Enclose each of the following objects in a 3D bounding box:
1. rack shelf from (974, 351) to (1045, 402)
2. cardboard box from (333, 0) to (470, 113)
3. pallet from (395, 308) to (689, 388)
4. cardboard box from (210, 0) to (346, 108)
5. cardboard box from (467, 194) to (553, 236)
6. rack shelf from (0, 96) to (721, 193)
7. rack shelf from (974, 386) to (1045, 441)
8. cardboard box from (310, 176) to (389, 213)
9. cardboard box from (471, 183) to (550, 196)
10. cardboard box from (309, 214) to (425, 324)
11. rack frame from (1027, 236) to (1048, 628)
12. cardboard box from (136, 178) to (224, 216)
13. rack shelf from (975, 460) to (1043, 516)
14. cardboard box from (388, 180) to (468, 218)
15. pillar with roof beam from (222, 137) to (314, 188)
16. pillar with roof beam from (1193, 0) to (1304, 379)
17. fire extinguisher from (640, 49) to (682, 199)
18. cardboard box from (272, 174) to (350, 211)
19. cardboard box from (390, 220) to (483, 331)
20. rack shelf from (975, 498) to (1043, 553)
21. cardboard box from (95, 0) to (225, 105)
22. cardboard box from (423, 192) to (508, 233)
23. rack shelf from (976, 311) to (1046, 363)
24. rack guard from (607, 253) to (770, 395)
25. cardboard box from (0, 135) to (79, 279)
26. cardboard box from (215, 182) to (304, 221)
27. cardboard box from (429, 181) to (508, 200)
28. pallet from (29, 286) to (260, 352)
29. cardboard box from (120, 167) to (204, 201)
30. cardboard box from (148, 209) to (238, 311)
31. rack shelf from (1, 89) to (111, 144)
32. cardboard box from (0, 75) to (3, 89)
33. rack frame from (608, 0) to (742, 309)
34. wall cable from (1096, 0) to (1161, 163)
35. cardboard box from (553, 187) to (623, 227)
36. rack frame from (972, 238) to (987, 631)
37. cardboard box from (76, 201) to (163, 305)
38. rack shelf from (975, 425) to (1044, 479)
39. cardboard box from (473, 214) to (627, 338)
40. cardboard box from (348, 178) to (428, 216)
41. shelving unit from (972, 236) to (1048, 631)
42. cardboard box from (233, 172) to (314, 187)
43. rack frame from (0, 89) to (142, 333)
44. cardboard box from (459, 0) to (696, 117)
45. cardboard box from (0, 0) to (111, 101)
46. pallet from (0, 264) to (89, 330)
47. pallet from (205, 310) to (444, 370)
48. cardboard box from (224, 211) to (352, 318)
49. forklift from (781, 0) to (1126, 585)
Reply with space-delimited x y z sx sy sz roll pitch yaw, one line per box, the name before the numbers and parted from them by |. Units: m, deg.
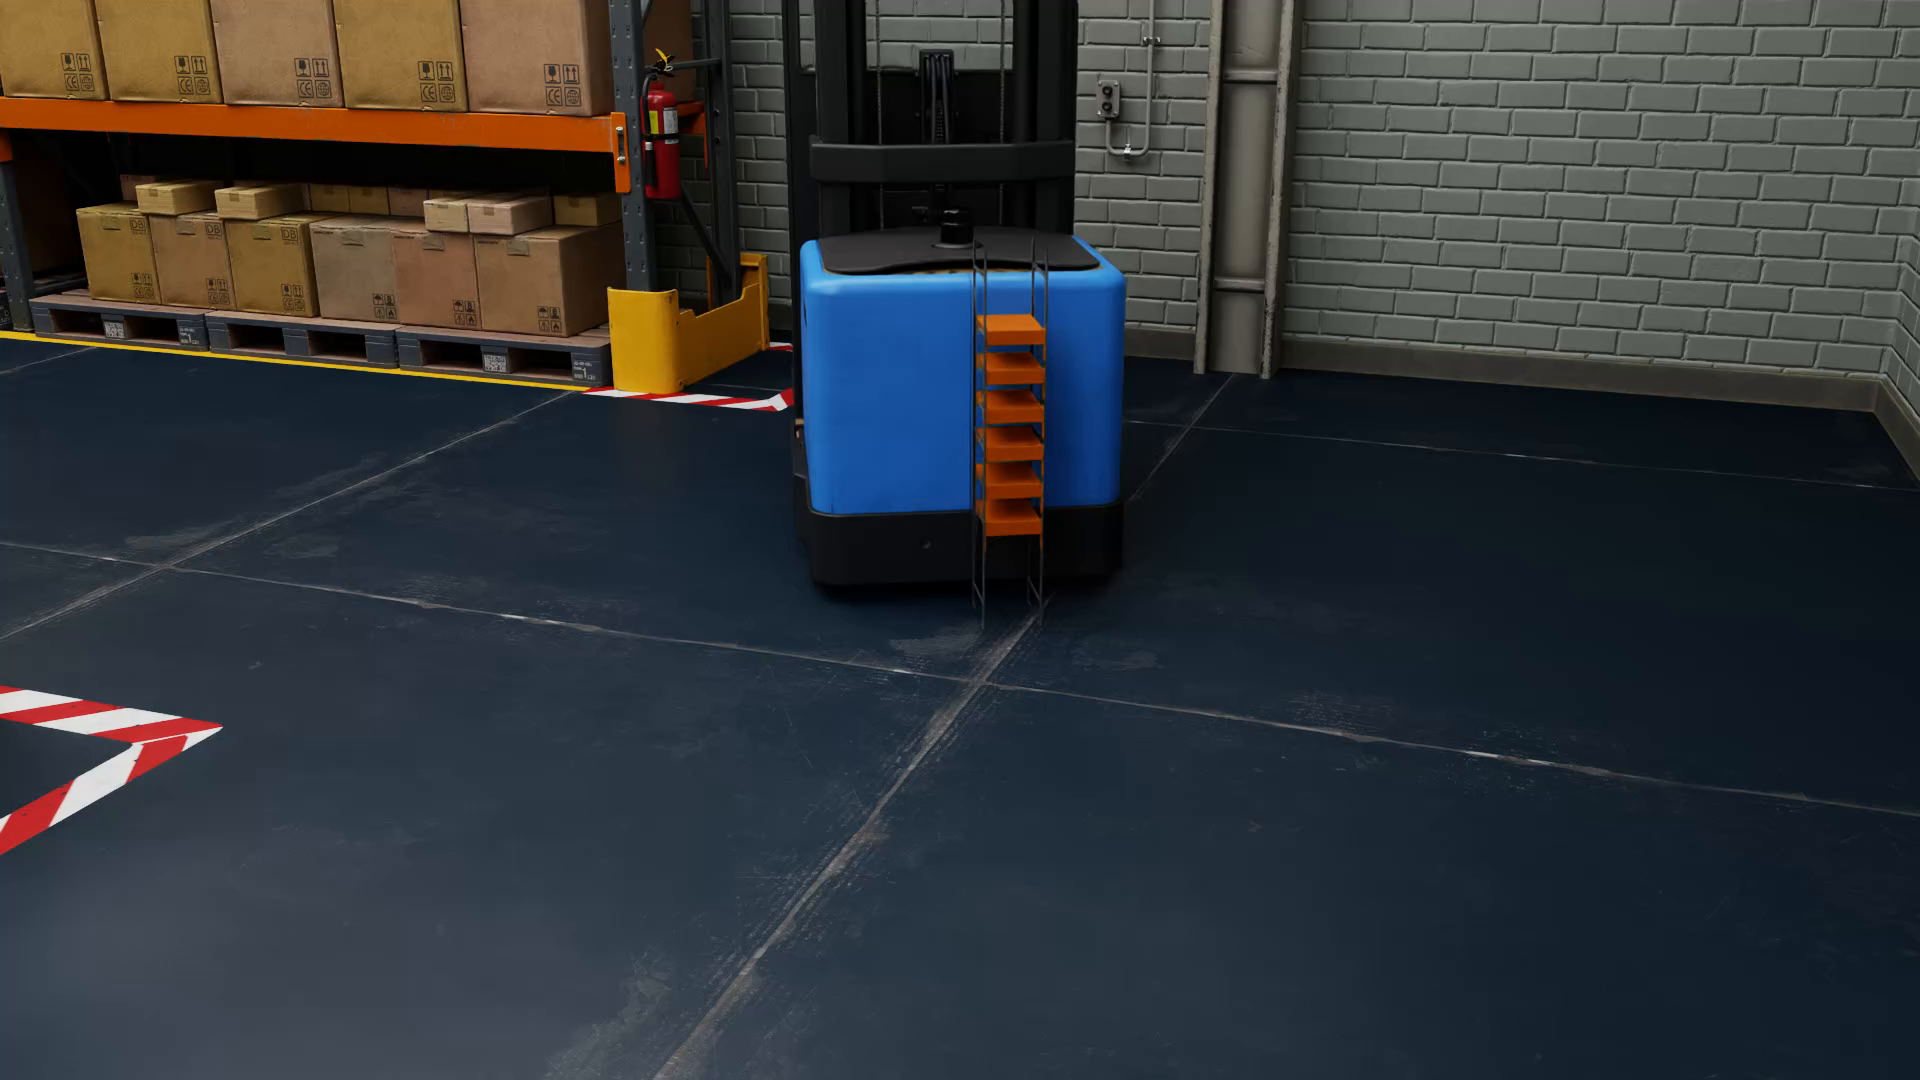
rack shelf | 0.150 -0.507 5.115 0.180 0.103 0.258 -3 19 -8
cardboard box | -2.575 -2.591 8.496 0.700 0.700 0.980 6 20 18
pallet | -2.180 -1.067 8.817 1.213 0.211 1.003 7 20 18
cardboard box | -3.292 -2.676 8.740 0.700 0.700 0.980 6 20 15
cardboard box | -2.274 -1.648 8.421 0.250 0.149 0.380 6 20 17
rack shelf | -3.289 -2.198 8.919 4.000 0.370 1.077 7 20 18
rack shelf | 0.150 -0.394 5.154 0.180 0.103 0.258 -3 19 -8
cardboard box | -3.347 -1.903 9.154 0.250 0.149 0.380 6 20 17
cardboard box | -2.388 -1.794 8.840 0.250 0.149 0.380 7 20 18
cardboard box | -3.041 -1.493 8.961 0.500 0.500 0.700 6 20 16
rack frame | 0.241 -0.327 5.191 0.006 1.200 0.240 -3 19 -8
cardboard box | -4.241 -1.872 9.063 0.250 0.149 0.380 7 20 20
rack shelf | 0.150 -0.167 5.233 0.180 0.103 0.258 -3 19 -8
cardboard box | -2.865 -1.848 8.996 0.250 0.149 0.380 7 20 19
pillar with roof beam | -5.645 -4.442 5.147 0.400 9.000 9.100 7 20 18
pillar with roof beam | 0.022 -3.794 3.288 0.400 9.000 9.100 7 20 18
fire extinguisher | -1.408 -1.950 7.796 0.183 0.674 0.296 7 20 18
cardboard box | -3.591 -1.931 9.233 0.250 0.149 0.380 7 20 19
cardboard box | -2.566 -1.438 8.805 0.500 0.500 0.700 6 20 18
rack shelf | 0.150 -0.054 5.273 0.180 0.103 0.258 -3 19 -8
cardboard box | -3.983 -2.751 8.957 0.700 0.700 0.980 6 20 17
cardboard box | -2.516 -1.675 8.499 0.250 0.149 0.380 7 20 20
rack shelf | 0.150 -0.621 5.075 0.180 0.103 0.258 -3 19 -8
rack guard | -1.377 -1.139 8.584 0.348 0.500 1.175 7 20 18
cardboard box | -5.834 -1.967 9.790 0.750 0.750 0.750 7 20 19
cardboard box | -3.748 -1.816 8.902 0.250 0.149 0.380 6 20 17
cardboard box | -2.625 -1.821 8.918 0.250 0.149 0.380 7 20 19
pallet | -4.485 -1.331 9.574 1.213 0.211 1.003 7 20 18
cardboard box | -4.577 -2.043 9.554 0.250 0.149 0.380 6 20 18
cardboard box | -4.032 -1.604 9.280 0.500 0.500 0.700 6 20 18
rack shelf | -7.067 -2.630 10.158 4.000 0.370 1.077 7 20 18
cardboard box | -5.590 -2.593 9.310 0.250 0.149 0.380 7 20 19
rack frame | -1.399 -2.322 8.180 0.127 3.000 1.000 7 20 18
wall cable | 0.121 -2.958 8.460 1.851 1.984 0.084 7 20 18
cardboard box | -1.910 -1.739 8.683 0.250 0.149 0.380 7 20 18
rack frame | 0.059 -0.318 5.167 0.006 1.200 0.240 -3 19 -8
cardboard box | -4.505 -1.659 9.439 0.500 0.500 0.700 7 20 19
rack shelf | 0.150 -0.281 5.194 0.180 0.103 0.258 -3 19 -8
cardboard box | -2.093 -1.384 8.650 0.500 0.500 0.700 7 20 18
cardboard box | -3.108 -1.876 9.075 0.250 0.149 0.380 7 20 19
shelving unit | 0.150 -0.323 5.179 0.189 1.200 0.258 -3 19 -8
cardboard box | -3.829 -1.959 9.312 0.250 0.149 0.380 6 20 16
rack frame | -5.178 -2.754 9.420 0.127 3.000 1.000 7 20 18
cardboard box | -1.884 -2.516 8.280 0.700 0.700 0.980 7 21 21
cardboard box | -4.671 -2.832 9.188 0.700 0.700 0.980 7 20 19
pallet | -5.931 -1.497 10.051 1.213 0.211 1.003 7 20 18
pallet | -3.329 -1.200 9.197 1.213 0.211 1.003 7 20 18
cardboard box | -3.547 -1.548 9.119 0.500 0.500 0.700 7 20 19
forklift | -0.139 -1.679 6.439 1.130 2.935 3.031 -2 19 -6
